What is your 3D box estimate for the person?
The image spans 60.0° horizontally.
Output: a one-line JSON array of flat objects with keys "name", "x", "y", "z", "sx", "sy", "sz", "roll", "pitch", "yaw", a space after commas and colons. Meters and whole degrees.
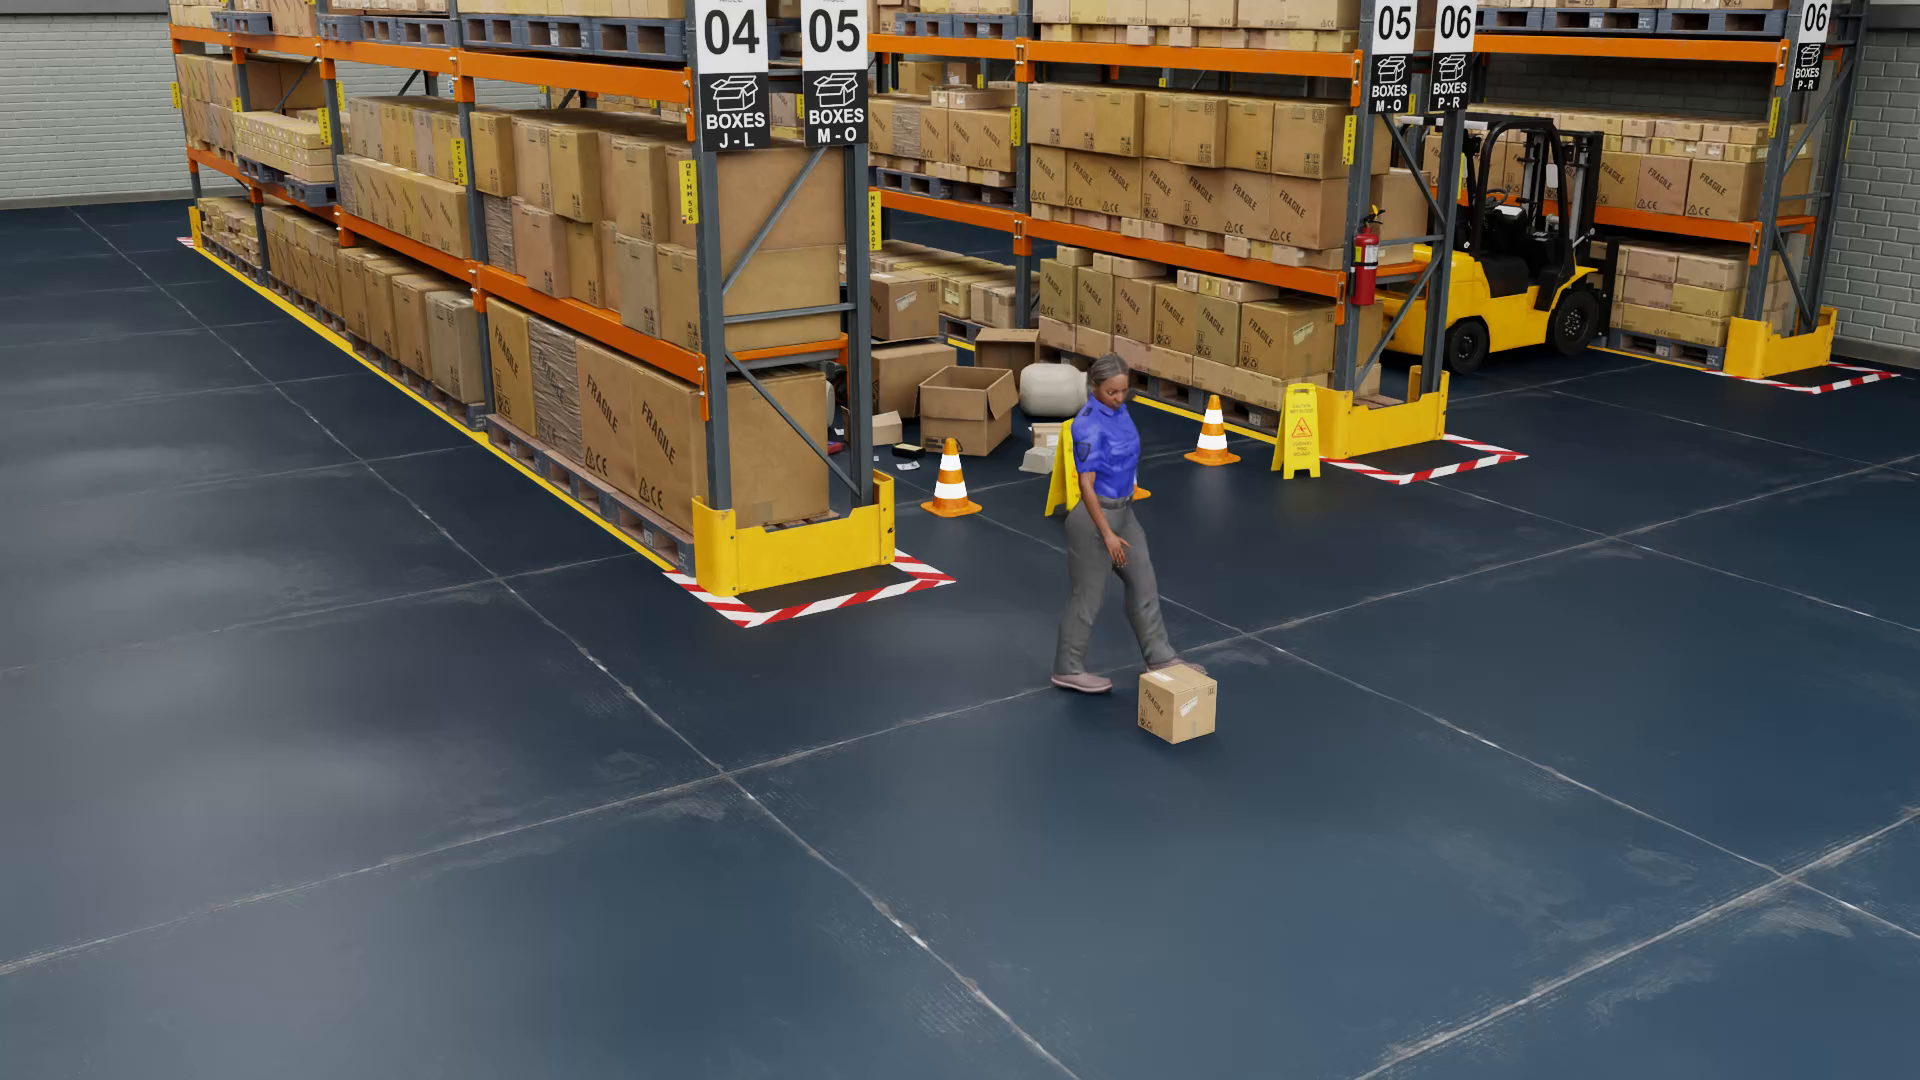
[{"name": "person", "x": 0.795, "y": -0.062, "z": 7.746, "sx": 0.667, "sy": 1.638, "sz": 0.547, "roll": 10, "pitch": 20, "yaw": 27}]
